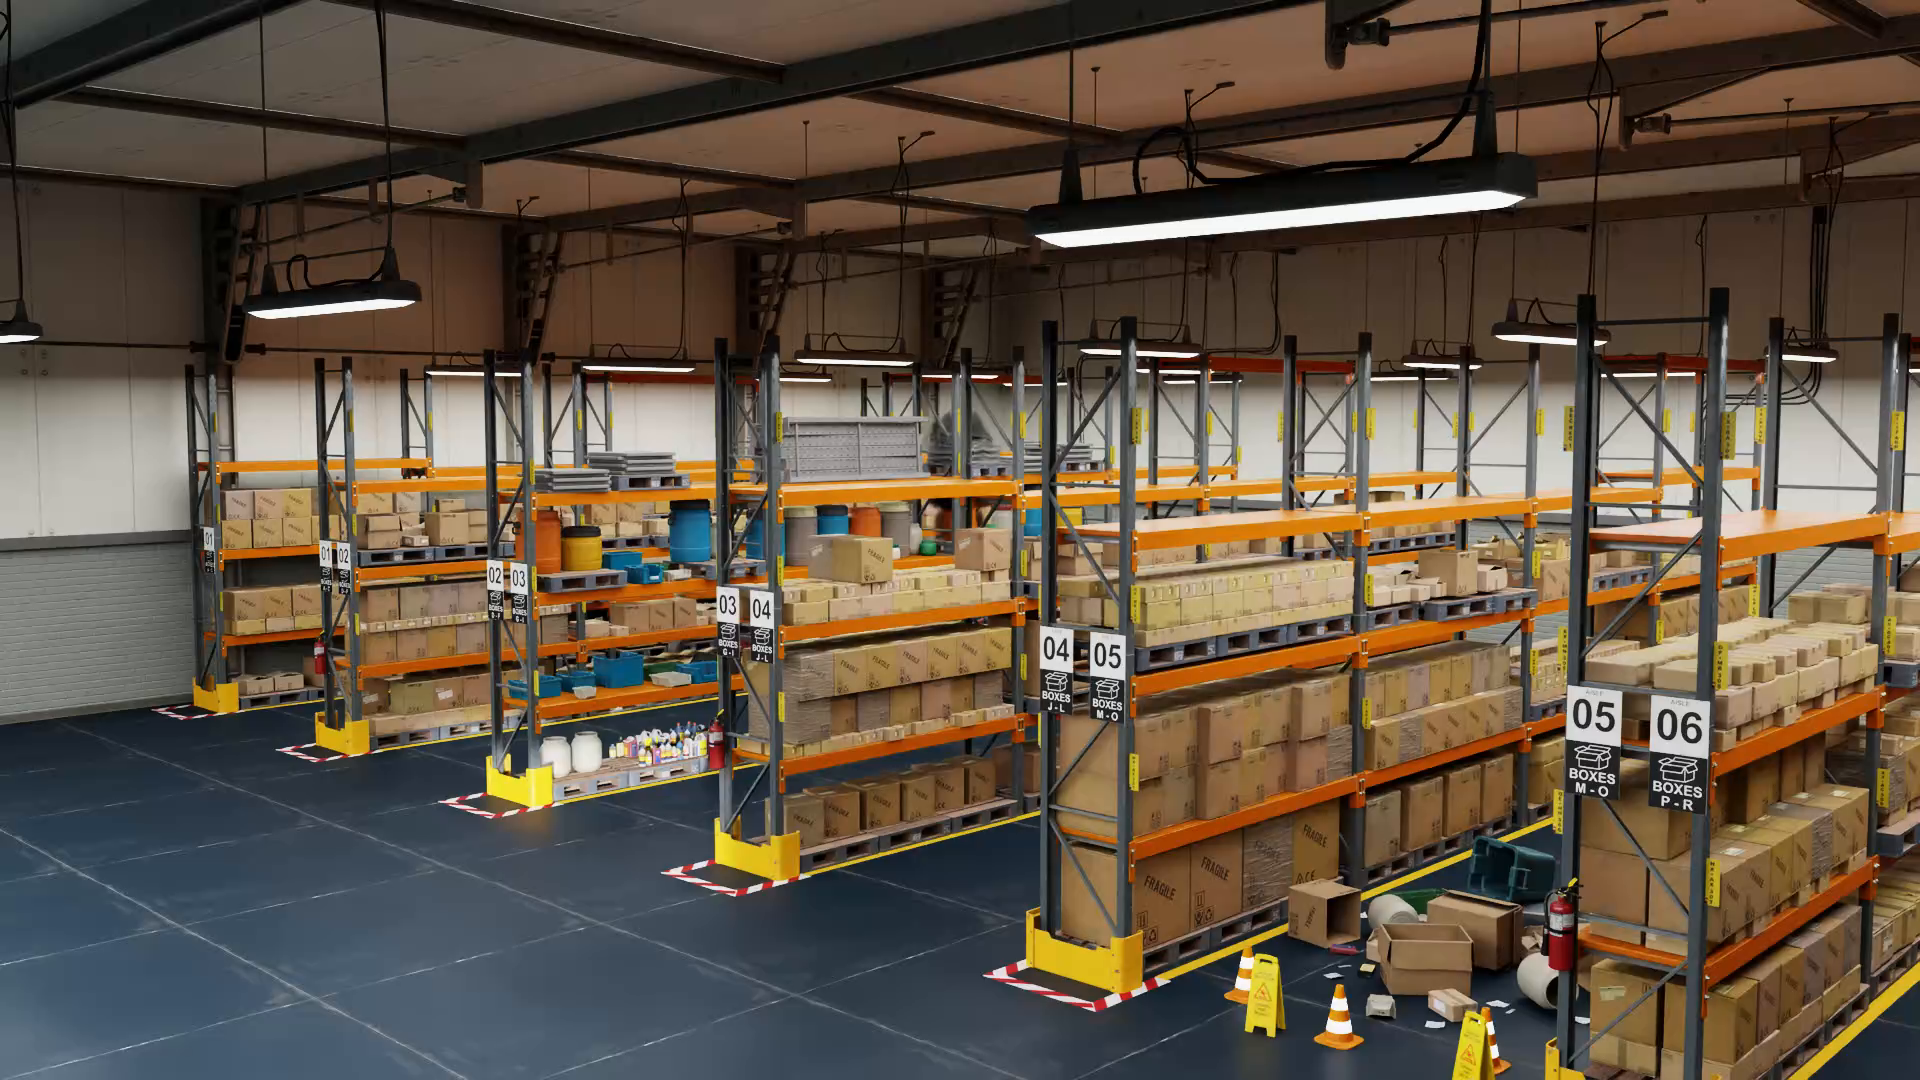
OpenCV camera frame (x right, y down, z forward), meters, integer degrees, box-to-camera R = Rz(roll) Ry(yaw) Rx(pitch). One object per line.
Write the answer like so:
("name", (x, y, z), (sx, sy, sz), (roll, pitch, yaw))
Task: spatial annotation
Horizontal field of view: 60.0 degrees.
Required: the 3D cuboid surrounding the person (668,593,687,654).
("person", (-5.499, 1.850, 32.638), (0.586, 1.652, 0.630), (3, 5, 31))
